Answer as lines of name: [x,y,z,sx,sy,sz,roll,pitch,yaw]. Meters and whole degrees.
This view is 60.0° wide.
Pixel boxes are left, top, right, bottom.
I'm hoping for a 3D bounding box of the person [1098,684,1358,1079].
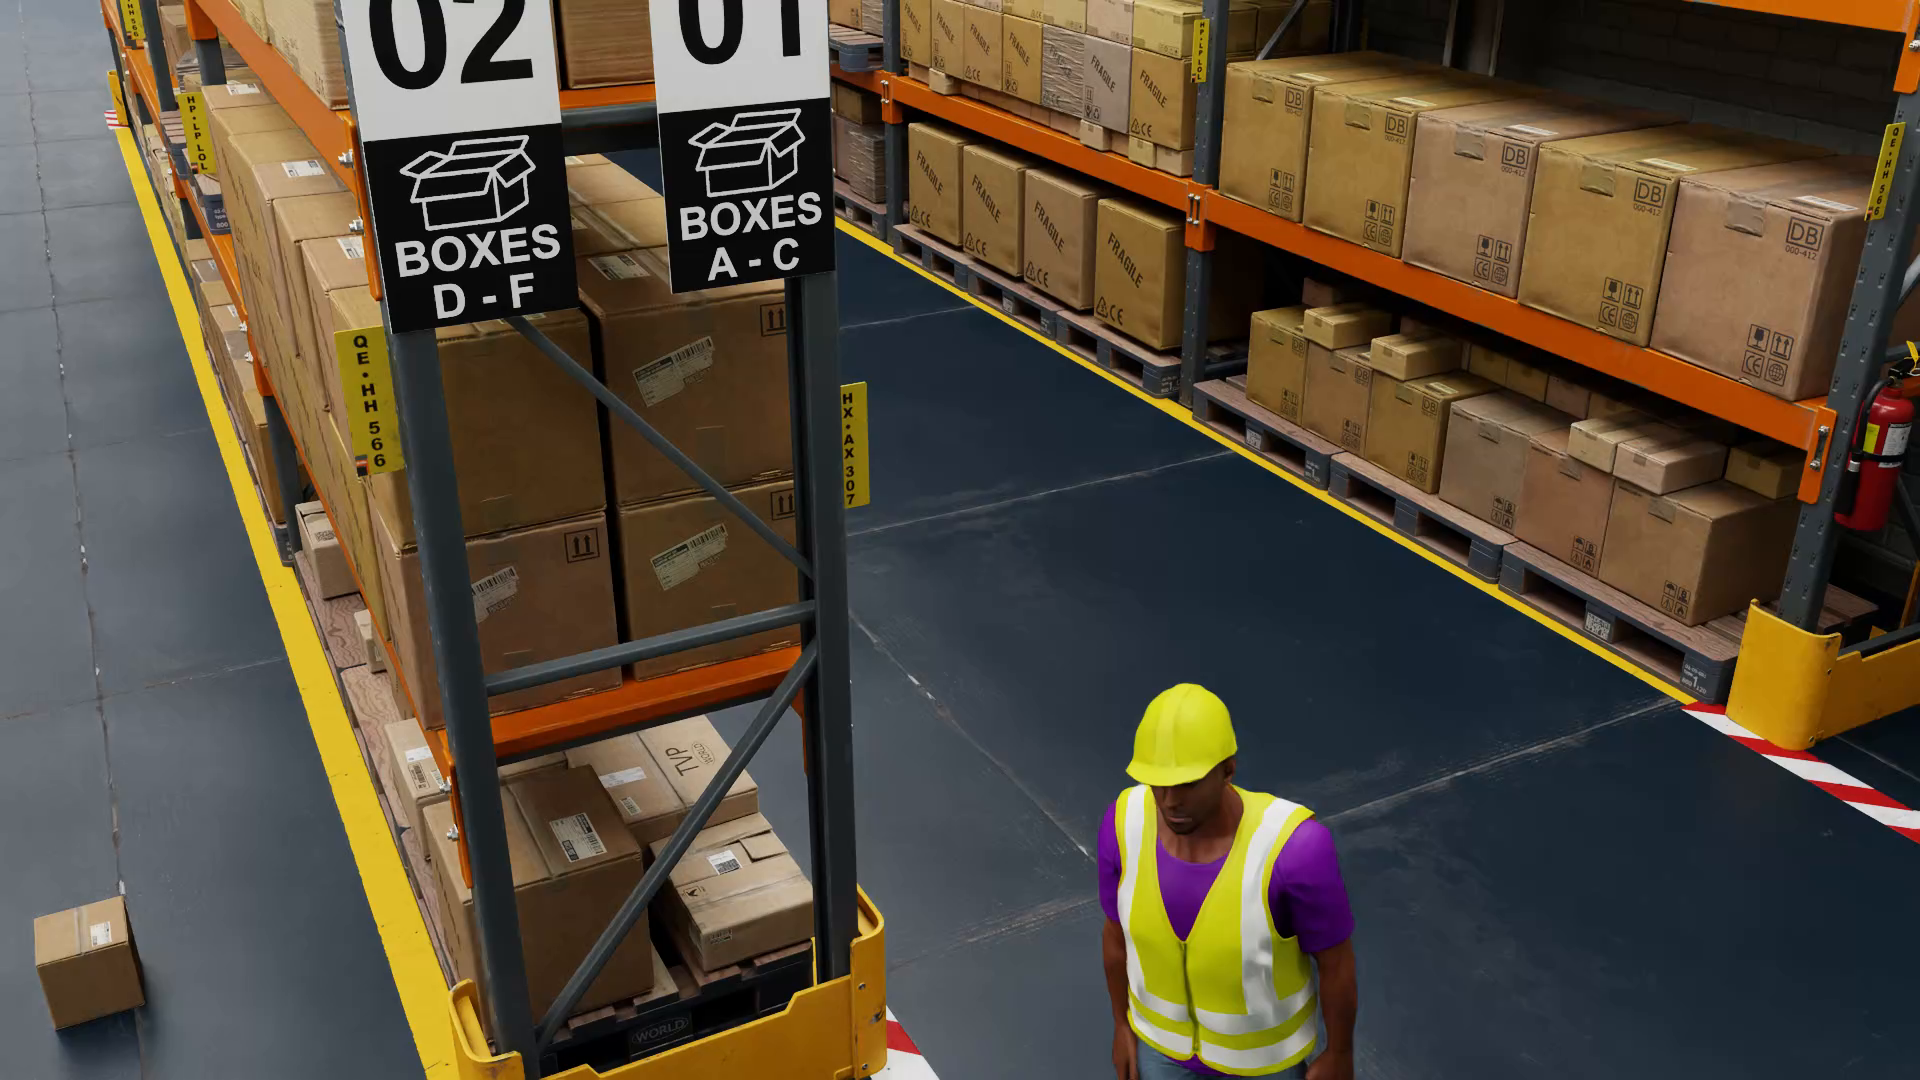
person: [0.607,1.085,3.789,0.622,1.738,0.686,14,29,26]
